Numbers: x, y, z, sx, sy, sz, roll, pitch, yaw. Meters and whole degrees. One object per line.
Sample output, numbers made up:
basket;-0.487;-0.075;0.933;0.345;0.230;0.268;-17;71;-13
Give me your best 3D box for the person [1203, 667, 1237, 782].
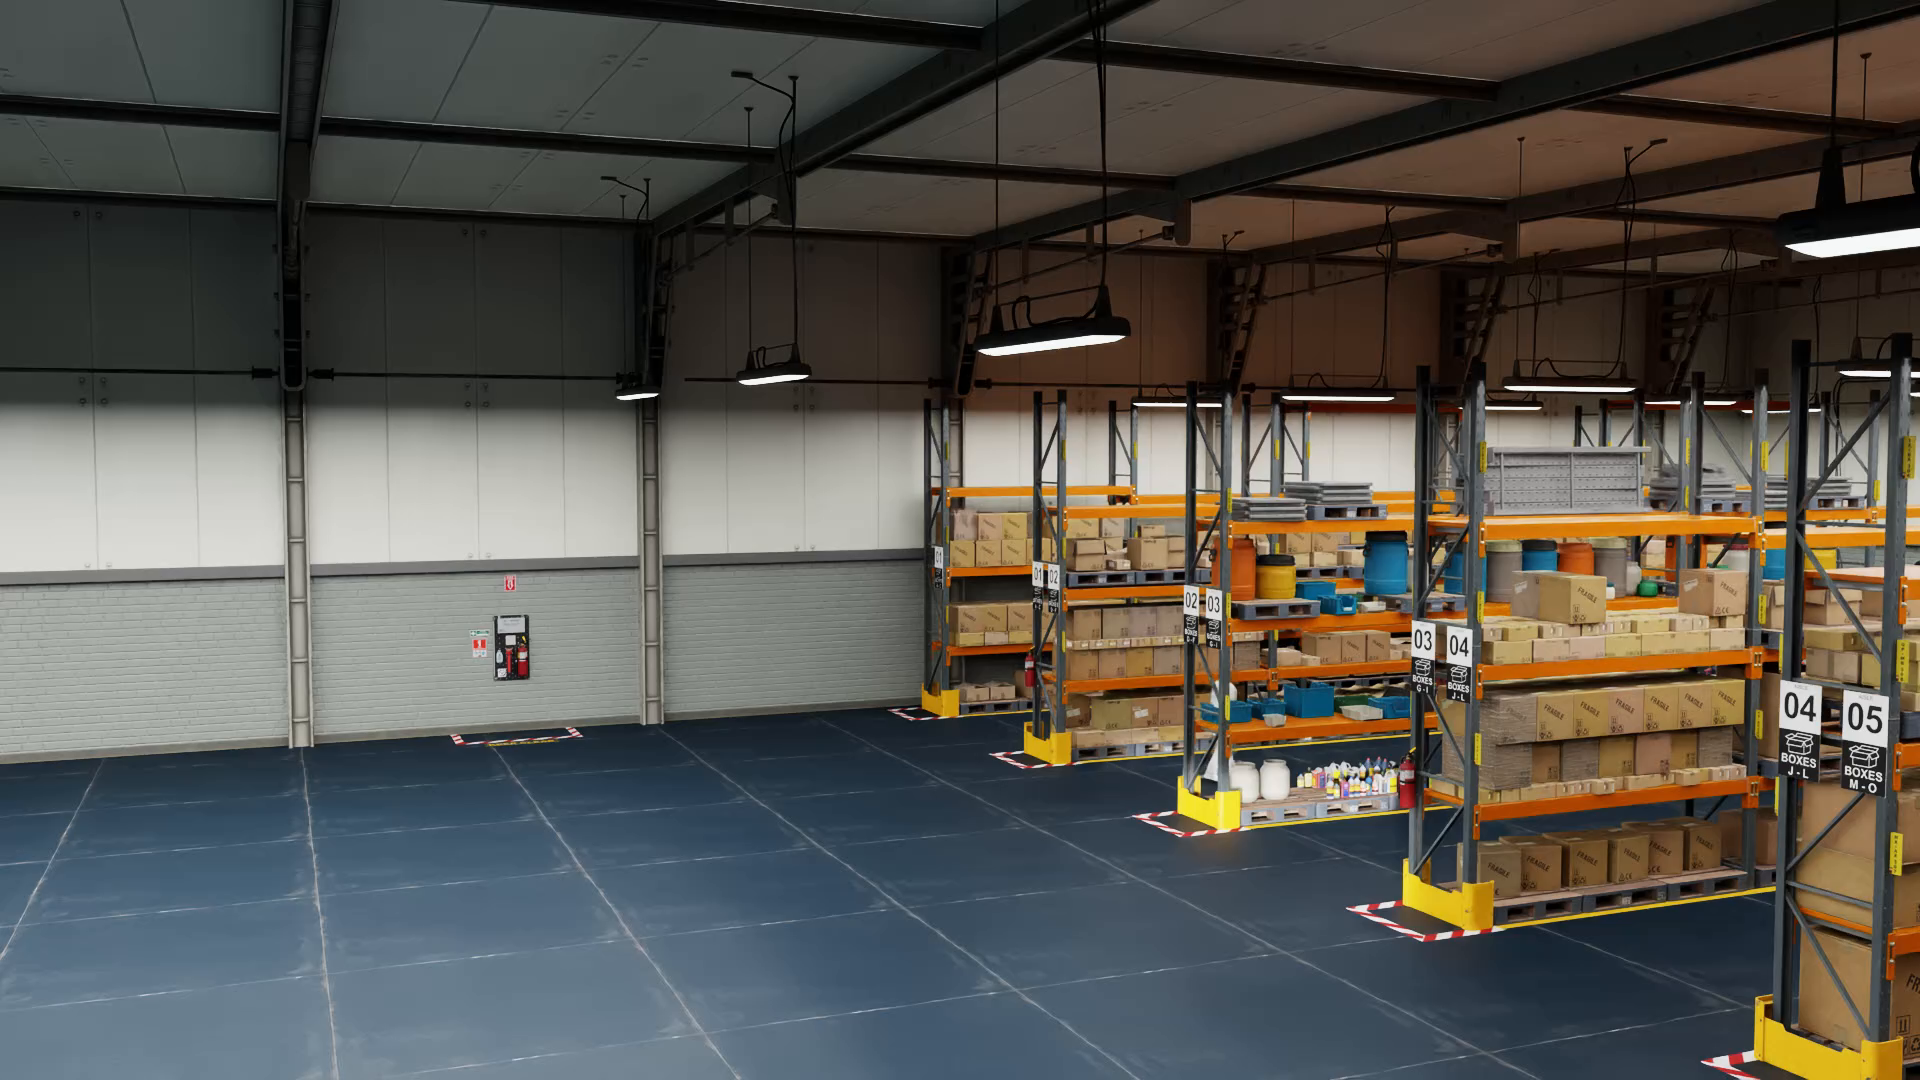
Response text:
person;4.072;2.788;25.452;0.834;1.776;0.625;-1;4;-21
